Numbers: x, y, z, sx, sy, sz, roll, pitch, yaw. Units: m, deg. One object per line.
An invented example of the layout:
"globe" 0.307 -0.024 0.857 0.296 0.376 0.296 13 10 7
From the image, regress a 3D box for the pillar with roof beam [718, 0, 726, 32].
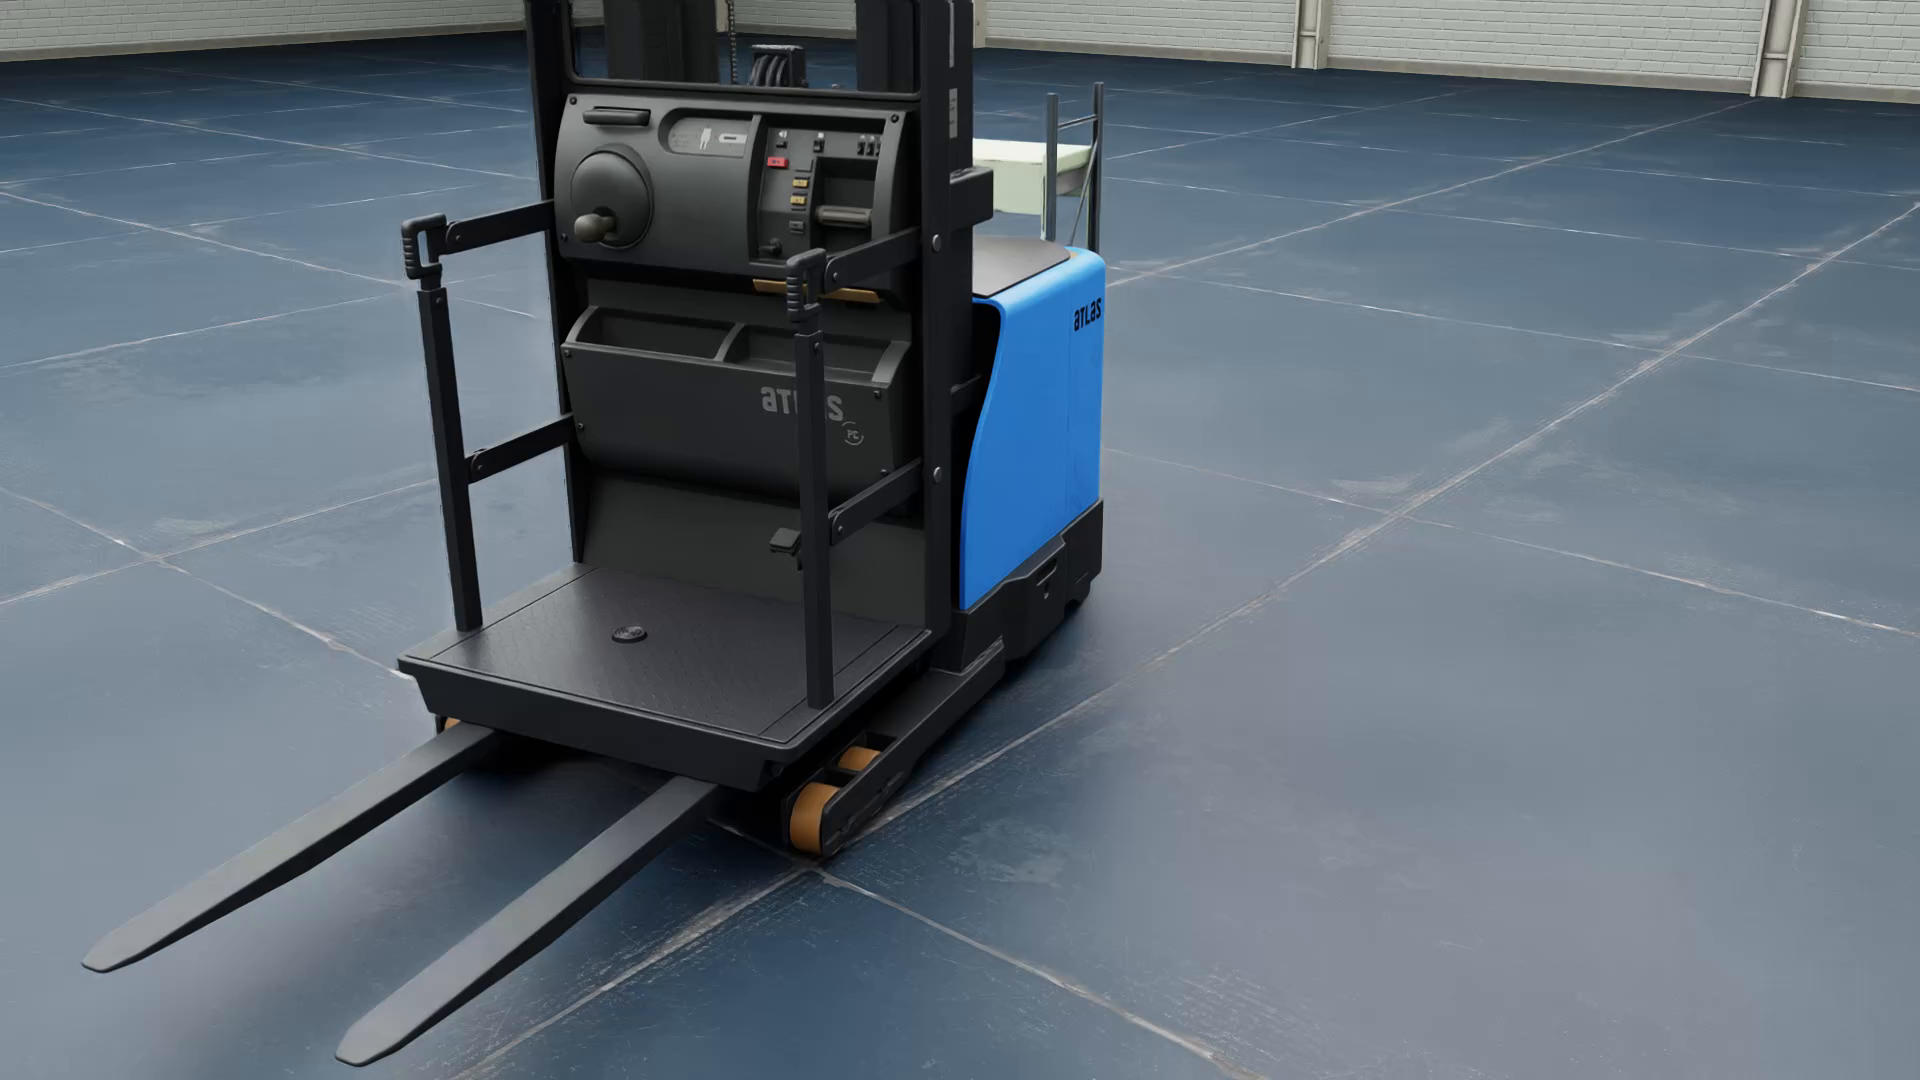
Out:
"pillar with roof beam" -7.197 -12.231 25.350 0.400 9.000 9.100 16 26 36

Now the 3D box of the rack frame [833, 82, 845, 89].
"rack frame" -0.300 -0.795 5.651 0.023 1.500 0.400 10 23 25

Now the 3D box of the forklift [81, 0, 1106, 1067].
"forklift" -0.643 -0.830 3.714 1.130 2.935 3.031 9 23 24

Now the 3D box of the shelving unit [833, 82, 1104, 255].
"shelving unit" 0.028 -0.738 5.499 0.755 1.500 0.431 10 23 25

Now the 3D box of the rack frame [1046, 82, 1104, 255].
"rack frame" 0.356 -0.681 5.347 0.023 1.500 0.400 10 23 25

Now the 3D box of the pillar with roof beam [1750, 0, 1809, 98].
"pillar with roof beam" 6.748 -8.215 14.700 0.400 9.000 9.100 16 26 36

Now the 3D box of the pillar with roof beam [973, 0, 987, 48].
"pillar with roof beam" -2.549 -10.893 21.800 0.400 9.000 9.100 16 26 36

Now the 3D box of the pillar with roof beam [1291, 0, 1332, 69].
"pillar with roof beam" 2.100 -9.554 18.250 0.400 9.000 9.100 16 26 36

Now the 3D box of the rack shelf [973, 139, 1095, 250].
"rack shelf" 0.028 -1.103 5.361 0.720 0.370 0.431 10 23 25
